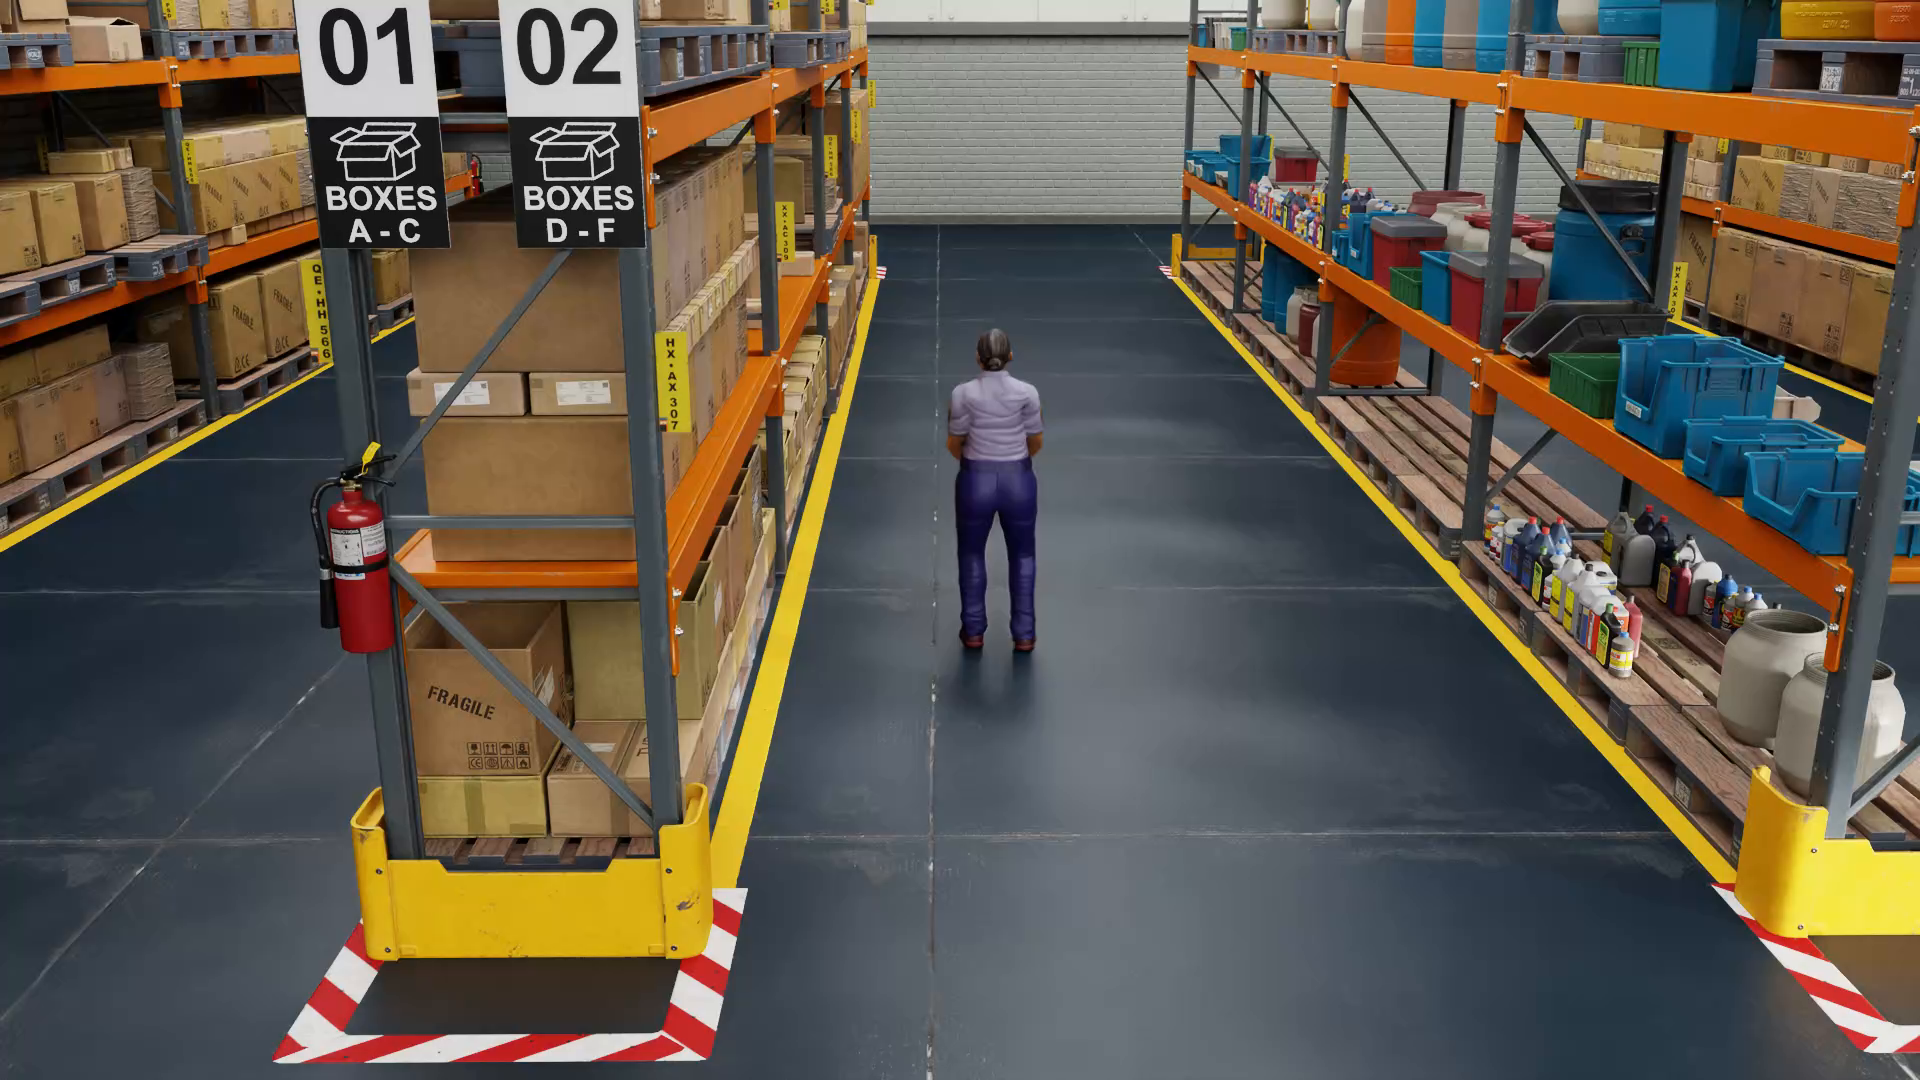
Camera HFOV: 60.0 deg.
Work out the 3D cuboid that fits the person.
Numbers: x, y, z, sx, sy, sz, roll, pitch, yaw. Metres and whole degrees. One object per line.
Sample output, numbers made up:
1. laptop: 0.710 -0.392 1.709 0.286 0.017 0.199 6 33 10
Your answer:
1. person: 0.176 -0.258 8.392 0.544 1.651 0.391 -1 17 -3
